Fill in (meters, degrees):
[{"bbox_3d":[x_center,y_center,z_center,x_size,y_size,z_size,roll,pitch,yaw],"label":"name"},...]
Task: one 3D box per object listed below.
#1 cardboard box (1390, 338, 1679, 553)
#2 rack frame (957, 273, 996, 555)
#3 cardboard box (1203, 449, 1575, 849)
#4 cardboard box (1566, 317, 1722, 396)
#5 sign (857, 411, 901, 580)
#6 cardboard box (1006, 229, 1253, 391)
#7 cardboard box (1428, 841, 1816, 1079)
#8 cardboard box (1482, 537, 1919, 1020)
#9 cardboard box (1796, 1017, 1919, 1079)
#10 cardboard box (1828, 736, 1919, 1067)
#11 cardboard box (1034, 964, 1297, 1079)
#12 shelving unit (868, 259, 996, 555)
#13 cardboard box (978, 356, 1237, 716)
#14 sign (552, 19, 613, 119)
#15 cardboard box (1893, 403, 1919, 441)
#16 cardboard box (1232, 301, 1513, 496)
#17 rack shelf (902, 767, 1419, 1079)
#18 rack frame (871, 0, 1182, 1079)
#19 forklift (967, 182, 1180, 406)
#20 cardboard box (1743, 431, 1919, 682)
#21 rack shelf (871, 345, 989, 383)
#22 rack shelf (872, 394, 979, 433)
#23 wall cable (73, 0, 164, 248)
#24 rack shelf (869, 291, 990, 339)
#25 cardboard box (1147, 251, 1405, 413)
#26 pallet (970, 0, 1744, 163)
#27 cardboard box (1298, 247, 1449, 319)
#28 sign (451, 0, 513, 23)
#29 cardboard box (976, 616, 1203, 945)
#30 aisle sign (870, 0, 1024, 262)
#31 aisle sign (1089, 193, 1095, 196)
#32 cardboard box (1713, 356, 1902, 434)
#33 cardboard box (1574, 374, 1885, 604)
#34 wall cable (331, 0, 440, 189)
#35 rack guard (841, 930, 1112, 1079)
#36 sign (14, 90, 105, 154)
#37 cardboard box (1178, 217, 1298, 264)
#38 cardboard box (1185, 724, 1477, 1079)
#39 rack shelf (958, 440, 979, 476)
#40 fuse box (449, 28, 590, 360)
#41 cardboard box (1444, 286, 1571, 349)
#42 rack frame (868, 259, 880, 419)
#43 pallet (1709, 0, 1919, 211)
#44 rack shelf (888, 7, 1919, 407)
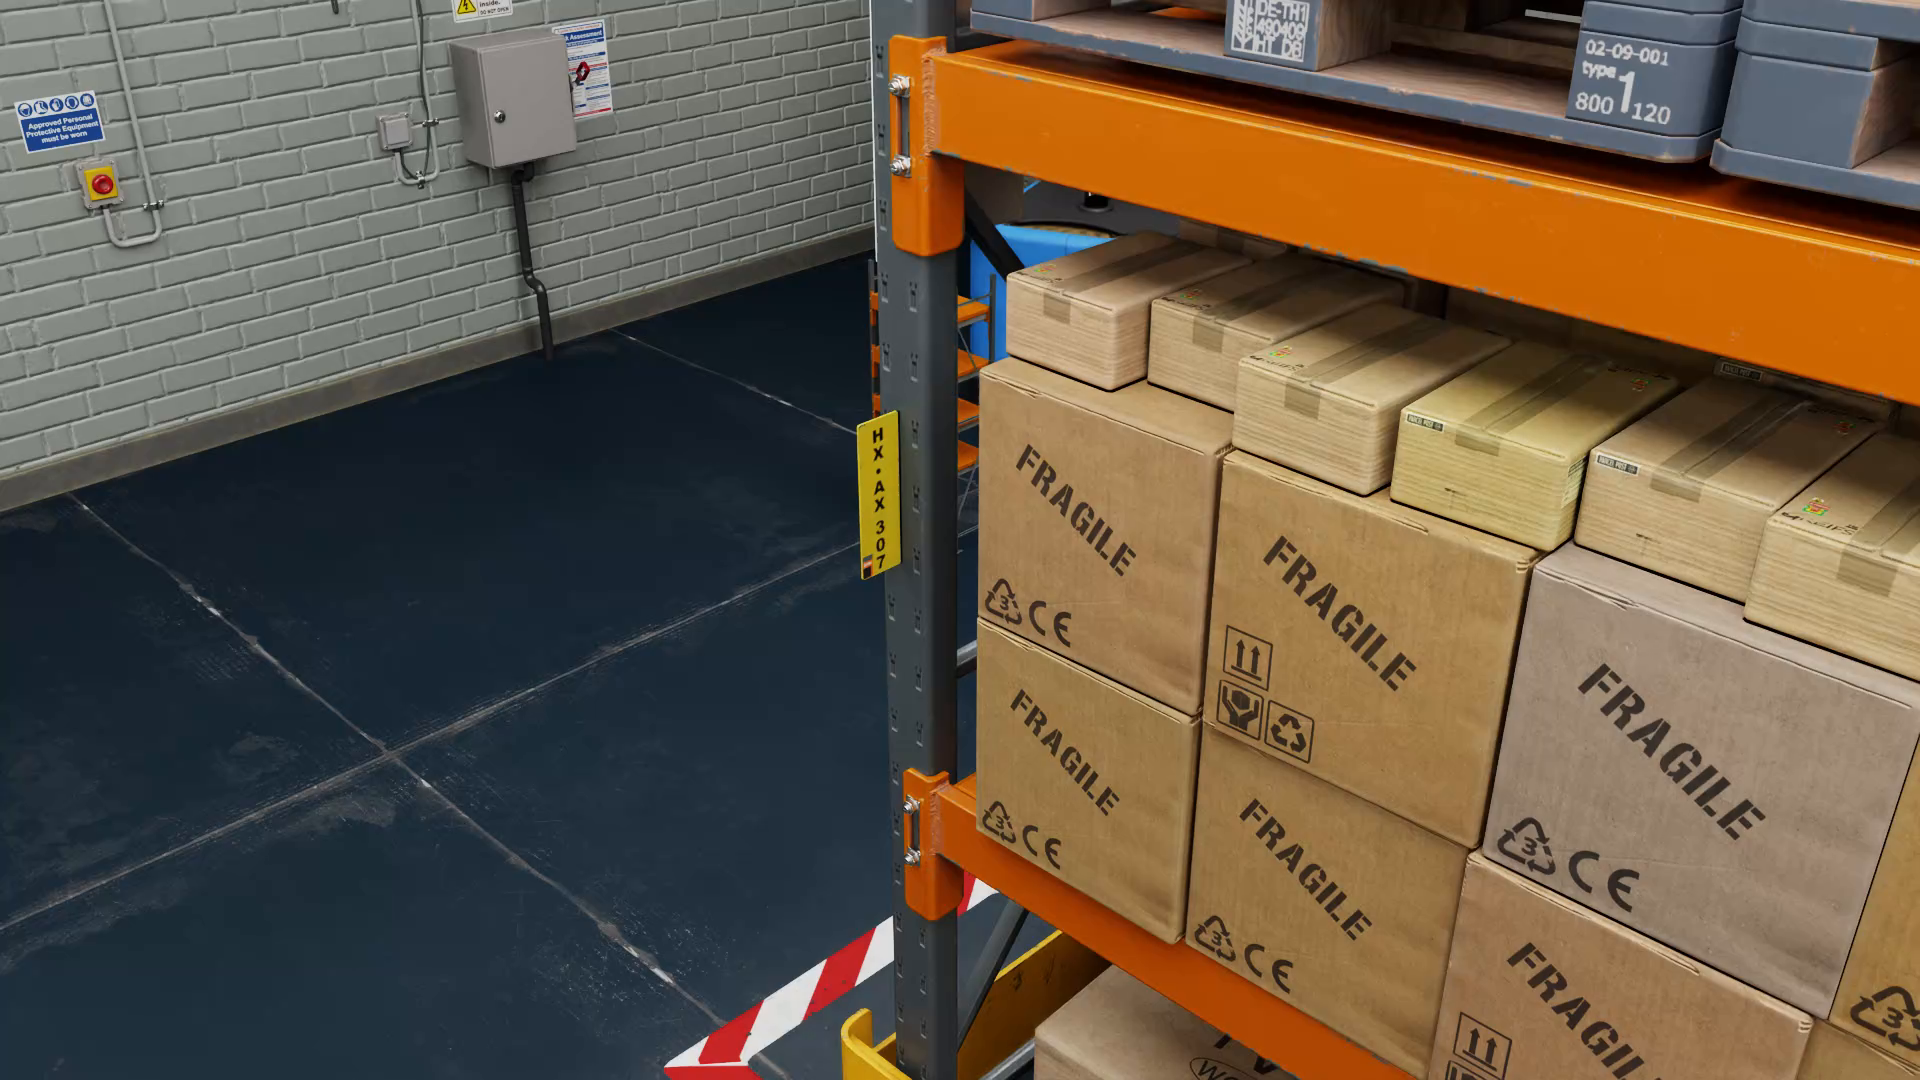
[{"bbox_3d":[0.841,-0.148,2.430,0.250,0.149,0.380,23,36,37],"label":"cardboard box"},{"bbox_3d":[0.056,-0.505,6.922,0.015,1.200,0.240,25,36,38],"label":"rack frame"},{"bbox_3d":[0.756,0.084,2.686,0.500,0.500,0.500,23,36,37],"label":"cardboard box"},{"bbox_3d":[1.228,-0.343,2.801,0.380,0.149,0.250,-24,36,-38],"label":"cardboard box"},{"bbox_3d":[-0.154,-0.083,3.169,0.005,0.325,0.100,25,36,38],"label":"sign"},{"bbox_3d":[0.299,-0.413,2.934,0.380,0.149,0.250,-24,36,-38],"label":"cardboard box"},{"bbox_3d":[1.111,0.689,2.610,0.500,0.500,0.500,24,36,38],"label":"cardboard box"},{"bbox_3d":[1.128,0.249,2.371,0.500,0.500,0.500,24,36,38],"label":"cardboard box"},{"bbox_3d":[1.480,0.847,2.310,0.500,0.500,0.500,-24,36,-38],"label":"cardboard box"},{"bbox_3d":[1.485,0.412,2.062,0.500,0.500,0.500,25,37,39],"label":"cardboard box"},{"bbox_3d":[0.781,1.284,3.888,0.875,0.438,0.875,23,36,37],"label":"cardboard box"},{"bbox_3d":[-0.118,-0.585,7.073,0.503,1.200,0.258,25,36,38],"label":"shelving unit"},{"bbox_3d":[0.382,-0.082,3.002,0.500,0.500,0.500,24,36,37],"label":"cardboard box"},{"bbox_3d":[-2.022,-2.518,8.917,0.001,0.494,0.329,25,36,38],"label":"sign"},{"bbox_3d":[1.584,-0.172,2.475,0.380,0.149,0.250,-24,36,-38],"label":"cardboard box"},{"bbox_3d":[0.641,-0.228,2.582,0.380,0.149,0.250,-24,36,-38],"label":"cardboard box"},{"bbox_3d":[1.666,1.124,2.662,4.000,0.370,1.077,25,36,38],"label":"rack shelf"},{"bbox_3d":[0.240,0.153,3.736,0.127,3.000,1.000,25,36,38],"label":"rack frame"},{"bbox_3d":[1.097,-2.361,8.590,1.130,2.935,3.031,12,30,21],"label":"forklift"},{"bbox_3d":[1.214,0.015,2.119,0.380,0.149,0.250,-25,37,-39],"label":"cardboard box"},{"bbox_3d":[-0.118,-0.724,7.001,0.480,0.148,0.258,25,36,38],"label":"rack shelf"},{"bbox_3d":[-0.118,-0.526,7.105,0.480,0.148,0.258,25,36,38],"label":"rack shelf"},{"bbox_3d":[-3.797,-2.142,6.976,0.123,1.953,0.585,25,36,38],"label":"wall cable"},{"bbox_3d":[-0.118,-0.933,6.891,0.480,0.148,0.258,25,36,38],"label":"rack shelf"},{"bbox_3d":[0.536,-0.351,2.816,0.380,0.149,0.250,-24,36,-38],"label":"cardboard box"},{"bbox_3d":[0.776,-0.897,2.604,1.213,0.211,1.003,25,36,38],"label":"pallet"},{"bbox_3d":[0.834,-0.495,3.090,0.380,0.149,0.250,-25,36,-38],"label":"cardboard box"},{"bbox_3d":[-2.407,-2.743,8.356,0.001,0.242,0.339,25,36,38],"label":"sign"},{"bbox_3d":[0.381,0.361,3.233,0.500,0.500,0.500,24,36,38],"label":"cardboard box"},{"bbox_3d":[-0.015,-0.925,2.992,0.004,0.787,0.394,25,36,38],"label":"aisle sign"},{"bbox_3d":[0.406,-1.124,3.371,0.004,0.787,0.394,25,36,38],"label":"aisle sign"},{"bbox_3d":[1.365,-0.234,2.594,0.250,0.149,0.380,24,36,38],"label":"cardboard box"},{"bbox_3d":[1.065,-0.080,2.301,0.380,0.149,0.250,-25,37,-39],"label":"cardboard box"},{"bbox_3d":[-2.811,-2.603,7.886,0.122,1.984,0.588,25,36,38],"label":"wall cable"},{"bbox_3d":[0.223,1.252,4.332,0.348,0.500,1.175,25,36,38],"label":"rack guard"},{"bbox_3d":[-3.875,-1.802,7.164,0.001,0.218,0.327,25,36,38],"label":"sign"},{"bbox_3d":[0.636,-0.570,3.232,0.380,0.149,0.250,-25,36,-39],"label":"cardboard box"},{"bbox_3d":[0.761,0.517,2.937,0.500,0.500,0.500,24,36,38],"label":"cardboard box"},{"bbox_3d":[-0.118,-0.350,7.197,0.480,0.148,0.258,25,36,38],"label":"rack shelf"},{"bbox_3d":[-2.221,-1.758,8.755,0.414,1.711,0.539,25,36,38],"label":"fuse box"},{"bbox_3d":[1.077,-0.439,2.983,0.250,0.149,0.380,24,36,38],"label":"cardboard box"},{"bbox_3d":[-0.292,-0.665,7.225,0.015,1.200,0.240,25,36,38],"label":"rack frame"},{"bbox_3d":[1.650,-0.498,1.847,1.213,0.211,1.003,25,36,38],"label":"pallet"},{"bbox_3d":[1.666,-0.203,1.964,4.000,0.370,1.077,25,36,38],"label":"rack shelf"}]
